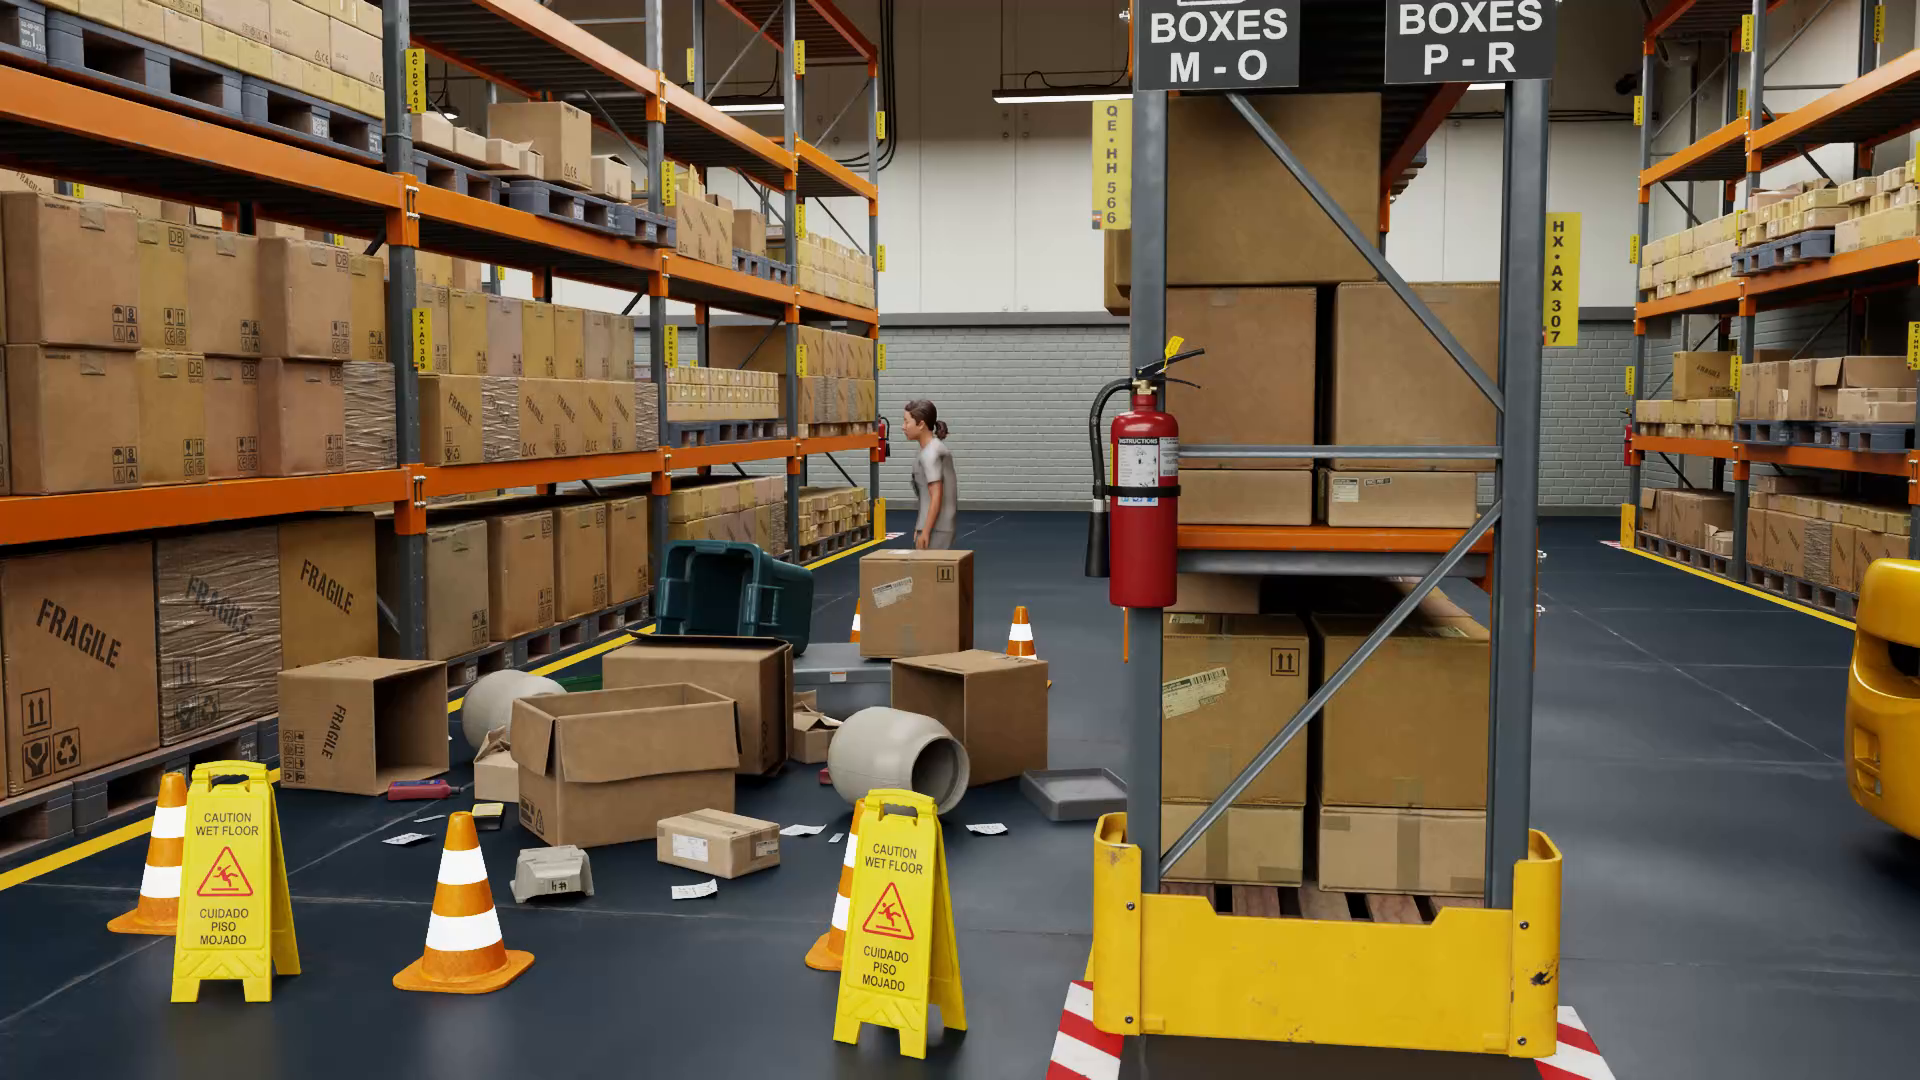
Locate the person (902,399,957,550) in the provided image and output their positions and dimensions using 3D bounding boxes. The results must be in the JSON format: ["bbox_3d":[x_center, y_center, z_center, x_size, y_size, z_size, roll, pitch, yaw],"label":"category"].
[{"bbox_3d":[-0.195,-0.038,10.343,0.356,1.673,0.509,0,5,-3],"label":"person"}]
